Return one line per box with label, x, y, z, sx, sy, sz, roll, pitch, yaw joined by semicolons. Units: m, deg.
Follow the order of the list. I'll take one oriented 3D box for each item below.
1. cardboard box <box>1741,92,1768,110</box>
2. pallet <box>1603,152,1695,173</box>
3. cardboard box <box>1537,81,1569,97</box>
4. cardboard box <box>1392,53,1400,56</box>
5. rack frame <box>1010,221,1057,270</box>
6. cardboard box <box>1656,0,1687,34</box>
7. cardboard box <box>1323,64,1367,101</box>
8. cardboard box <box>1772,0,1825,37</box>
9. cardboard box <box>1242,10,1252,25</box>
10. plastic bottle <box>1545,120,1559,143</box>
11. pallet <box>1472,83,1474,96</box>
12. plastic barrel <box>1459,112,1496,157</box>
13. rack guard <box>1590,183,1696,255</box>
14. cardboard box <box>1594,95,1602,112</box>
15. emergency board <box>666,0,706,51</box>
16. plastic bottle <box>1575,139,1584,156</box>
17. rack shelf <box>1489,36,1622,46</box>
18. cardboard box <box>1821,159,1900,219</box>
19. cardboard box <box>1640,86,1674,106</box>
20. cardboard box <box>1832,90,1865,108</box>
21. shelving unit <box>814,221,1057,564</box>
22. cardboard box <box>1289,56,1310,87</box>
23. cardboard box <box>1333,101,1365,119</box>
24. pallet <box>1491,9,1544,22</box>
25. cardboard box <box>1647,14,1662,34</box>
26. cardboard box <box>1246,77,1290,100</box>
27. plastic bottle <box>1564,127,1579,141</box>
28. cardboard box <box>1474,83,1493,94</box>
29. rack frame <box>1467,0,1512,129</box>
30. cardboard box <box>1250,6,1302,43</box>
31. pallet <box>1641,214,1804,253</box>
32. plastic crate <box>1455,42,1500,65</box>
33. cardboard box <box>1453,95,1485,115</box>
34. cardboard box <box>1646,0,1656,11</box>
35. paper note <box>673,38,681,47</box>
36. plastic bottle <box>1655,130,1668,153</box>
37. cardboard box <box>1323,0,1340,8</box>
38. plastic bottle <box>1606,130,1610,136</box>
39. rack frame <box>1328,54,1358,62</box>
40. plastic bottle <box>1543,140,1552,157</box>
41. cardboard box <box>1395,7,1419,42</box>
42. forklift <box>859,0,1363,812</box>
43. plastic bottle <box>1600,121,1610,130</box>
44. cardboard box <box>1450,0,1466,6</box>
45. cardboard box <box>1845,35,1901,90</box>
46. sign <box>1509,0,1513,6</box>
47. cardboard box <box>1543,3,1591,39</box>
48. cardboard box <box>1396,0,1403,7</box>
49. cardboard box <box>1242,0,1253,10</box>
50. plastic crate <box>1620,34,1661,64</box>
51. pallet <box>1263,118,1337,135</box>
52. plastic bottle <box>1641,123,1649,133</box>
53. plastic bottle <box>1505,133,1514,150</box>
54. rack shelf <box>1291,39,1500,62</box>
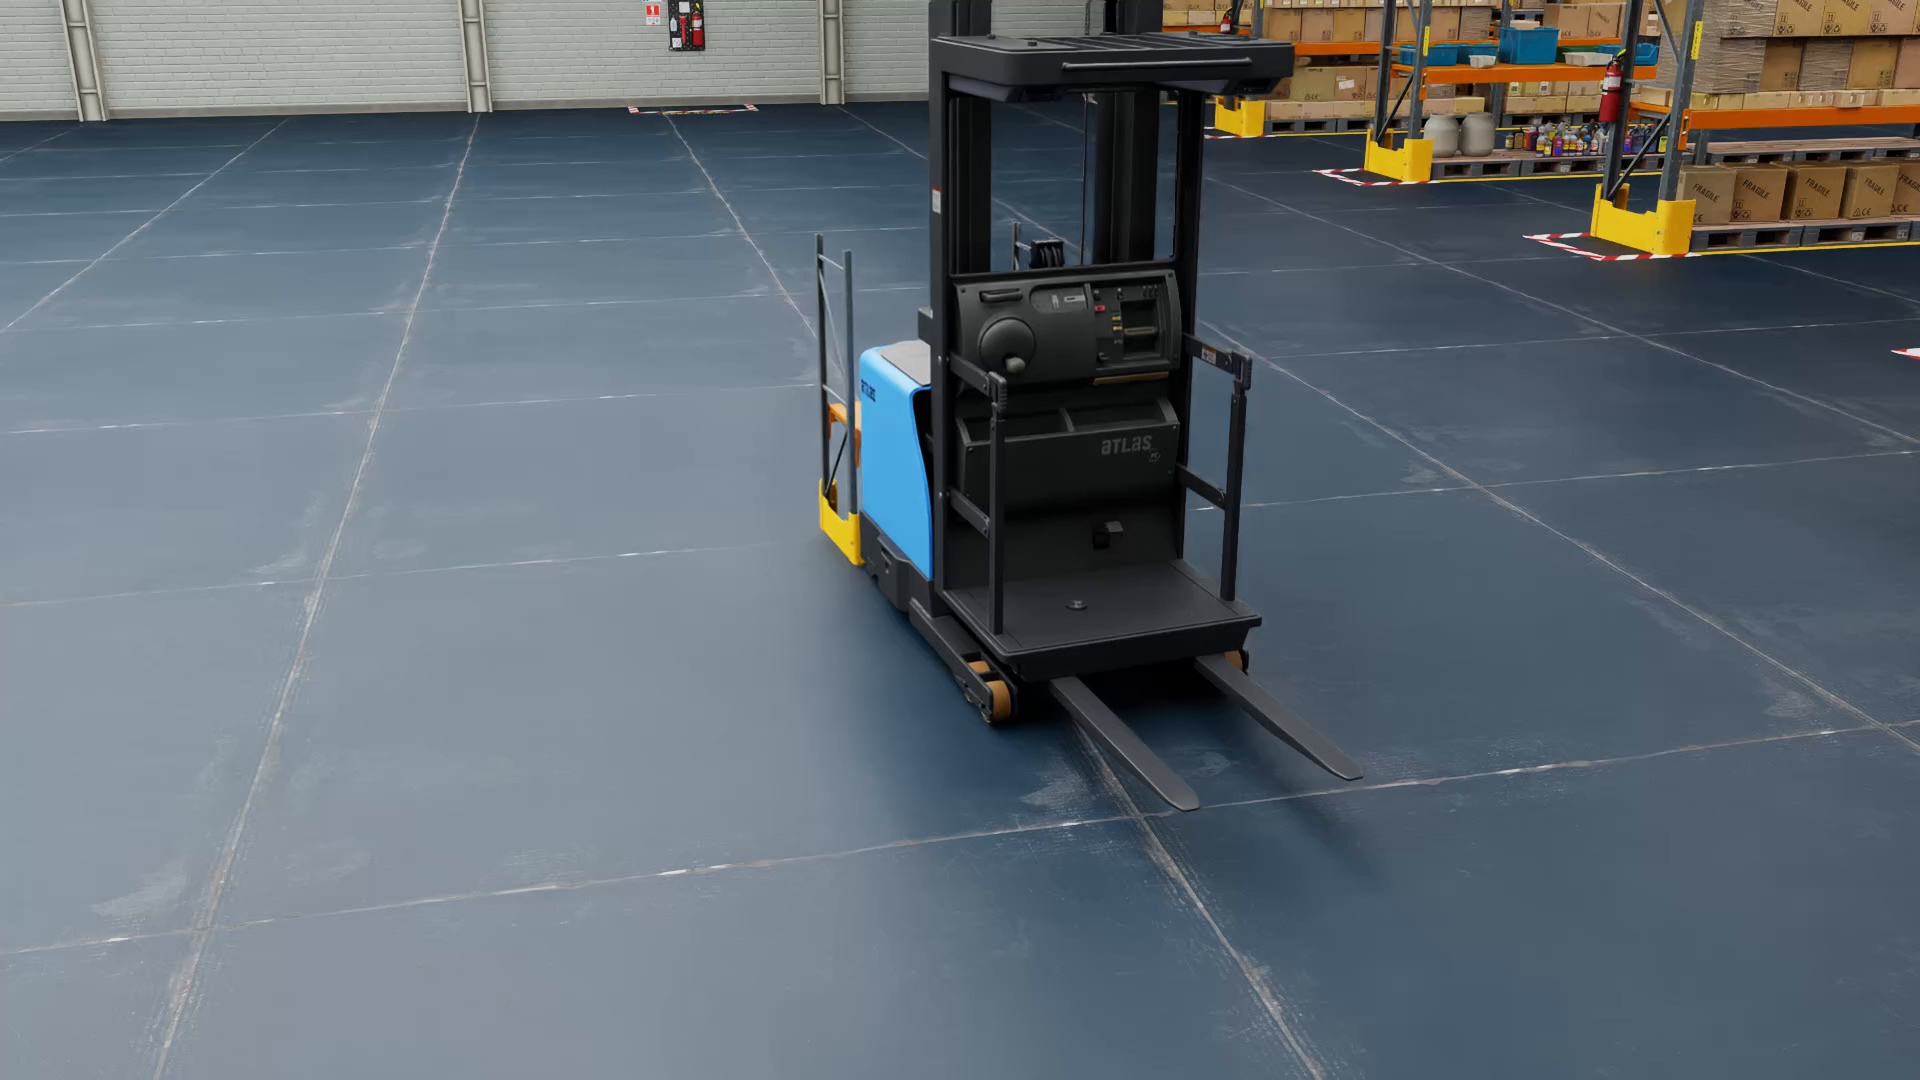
cardboard box;7.346;-4.136;15.610;0.250;0.149;0.380;-5;21;-12
pallet;8.609;-4.909;21.409;1.213;0.211;1.003;-5;21;-12
cardboard box;9.084;-7.073;25.833;0.500;0.311;0.500;-5;21;-13
cardboard box;8.133;-9.059;30.587;0.500;0.250;0.500;-5;21;-14
rack frame;0.356;-0.807;8.338;0.032;1.500;0.500;-7;21;-20
cardboard box;6.998;-5.066;15.751;0.500;0.500;0.500;-5;21;-12
cardboard box;5.787;-6.910;25.113;0.500;0.500;0.500;-5;21;-12
cardboard box;7.606;-4.929;15.377;0.500;0.500;0.500;-5;21;-12
cardboard box;5.140;-9.252;29.400;0.500;0.250;0.500;-4;21;-12
plastic bottle;7.613;-5.232;21.448;0.185;0.351;0.144;-4;20;-10
pallet;8.940;-8.424;31.006;1.213;0.211;1.003;-5;21;-12
plastic barrel;6.491;-5.087;20.848;0.421;0.512;0.421;0;20;0
rack guard;6.594;-3.115;16.093;0.348;0.500;1.175;-5;21;-12
cardboard box;10.082;-6.893;26.158;0.500;0.250;0.500;-4;21;-11
emergency board;-4.670;-8.945;28.371;0.643;1.169;0.194;-5;21;-12
plastic bottle;7.743;-4.916;20.802;0.097;0.201;0.097;0;20;0
rack shelf;10.083;-7.737;26.120;4.000;0.370;1.077;-5;21;-12
cardboard box;8.872;-3.482;16.482;0.500;0.500;0.500;-7;21;-17
cardboard box;6.750;-4.257;15.940;0.250;0.149;0.380;-5;21;-12
cardboard box;8.334;-4.194;15.769;0.250;0.149;0.380;-5;21;-12
shelving unit;-0.111;-0.746;8.171;1.083;1.500;0.587;-7;21;-20
cardboard box;5.992;-8.511;30.183;0.500;0.500;0.500;-6;21;-17
cardboard box;5.789;-6.554;25.232;0.500;0.250;0.500;-5;21;-12
pallet;10.217;-9.708;30.735;1.003;0.211;1.213;-5;21;-12
cardboard box;11.114;-8.185;26.427;0.500;0.311;0.500;-5;21;-13
cardboard box;4.697;-7.000;25.359;0.500;0.500;0.500;-5;21;-12
plastic bottle;7.853;-5.164;21.372;0.135;0.276;0.152;-5;21;-12
cardboard box;8.465;-7.213;26.217;0.500;0.311;0.500;-5;21;-12
rack frame;8.136;-7.916;25.564;0.127;3.000;1.000;-5;21;-12
cardboard box;4.701;-7.679;24.771;0.500;0.500;0.700;-5;21;-12
pallet;7.392;-3.032;16.286;1.213;0.211;1.003;-5;21;-12
plastic crate;6.431;-6.061;20.714;0.408;0.251;0.499;-5;21;-12
cardboard box;7.735;-6.712;25.664;0.500;0.250;0.500;-5;21;-12
cardboard box;12.917;-10.160;31.084;0.500;0.500;0.500;-4;21;-11
paper note;-4.858;-8.540;28.548;0.142;0.148;0.016;-5;21;-12
plastic bottle;8.880;-5.040;21.023;0.133;0.283;0.061;-4;20;-10
cardboard box;5.421;-7.970;24.623;0.250;0.149;0.380;-5;21;-13
plastic bottle;8.211;-5.032;20.903;0.185;0.351;0.144;-5;21;-13
rack frame;6.993;-9.574;30.089;0.127;3.000;1.000;-5;21;-12
plastic bottle;7.317;-4.881;20.707;0.097;0.201;0.097;0;20;0
cardboard box;6.705;-7.843;25.220;0.500;0.500;0.700;-4;21;-12
forklift;0.509;-0.831;6.322;1.130;2.935;3.031;-7;21;-19
plastic bottle;8.392;-5.295;21.621;0.185;0.351;0.144;-4;21;-11
cardboard box;7.426;-8.134;25.070;0.250;0.149;0.380;-5;21;-14
cardboard box;8.506;-4.645;16.055;0.500;0.500;0.875;-5;21;-12
sign;8.266;-8.174;24.894;0.005;0.325;0.100;-5;21;-12
cardboard box;9.400;-8.060;25.811;0.500;0.500;0.500;-3;20;-9
cardboard box;6.427;-8.052;24.847;0.250;0.149;0.380;-4;20;-11
cardboard box;5.121;-9.605;29.273;0.500;0.500;0.500;-4;20;-11
plastic crate;8.734;-6.230;21.050;0.504;0.338;0.767;-5;21;-12
pallet;4.978;-6.365;25.382;1.213;0.211;1.003;-5;21;-12
plastic bottle;8.679;-5.121;21.146;0.185;0.351;0.144;-5;21;-12
plastic bottle;7.066;-5.126;21.375;0.097;0.201;0.097;0;20;0
rack shelf;6.190;-7.420;25.255;4.000;0.370;1.077;-5;21;-12
